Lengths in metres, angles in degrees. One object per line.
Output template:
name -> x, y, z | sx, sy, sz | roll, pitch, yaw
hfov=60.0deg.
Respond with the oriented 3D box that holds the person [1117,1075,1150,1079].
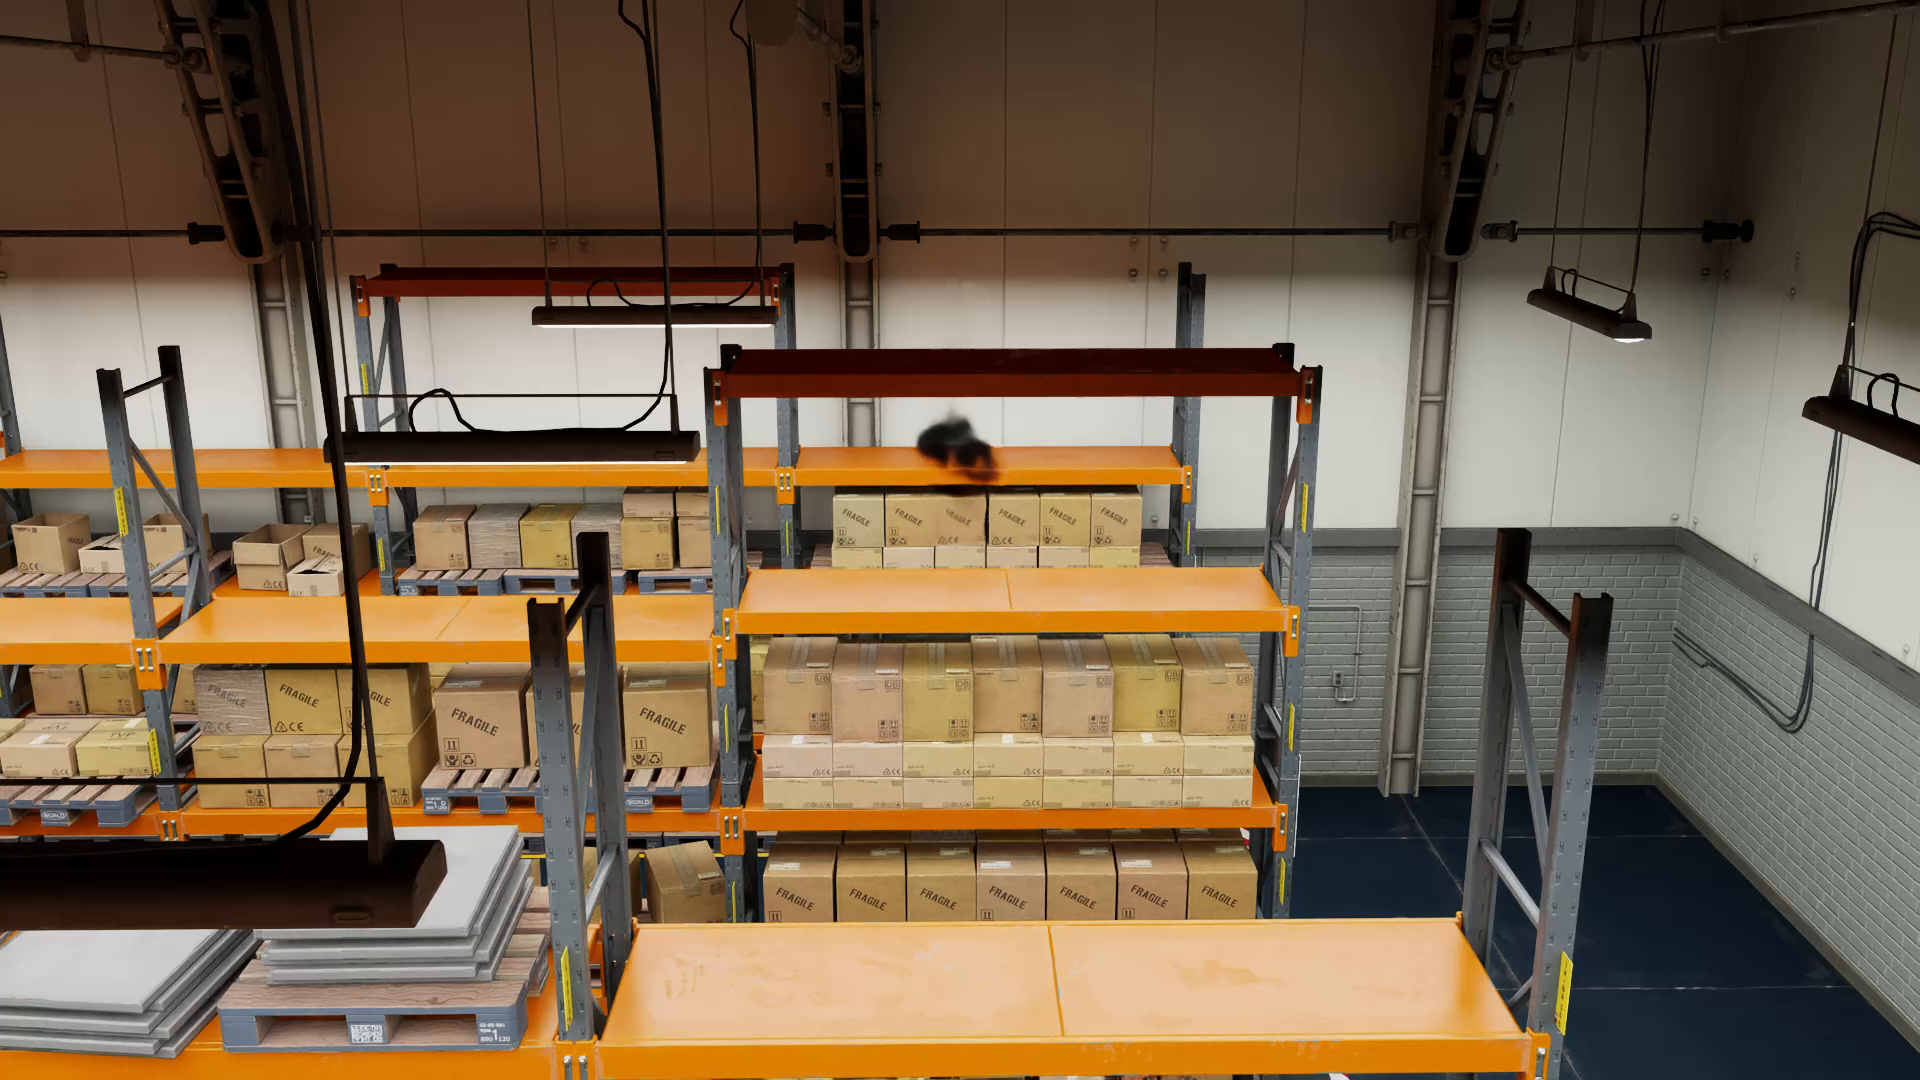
person -> 1.208, 4.207, 11.147 | 0.639, 1.660, 0.684 | -2, 16, -8
